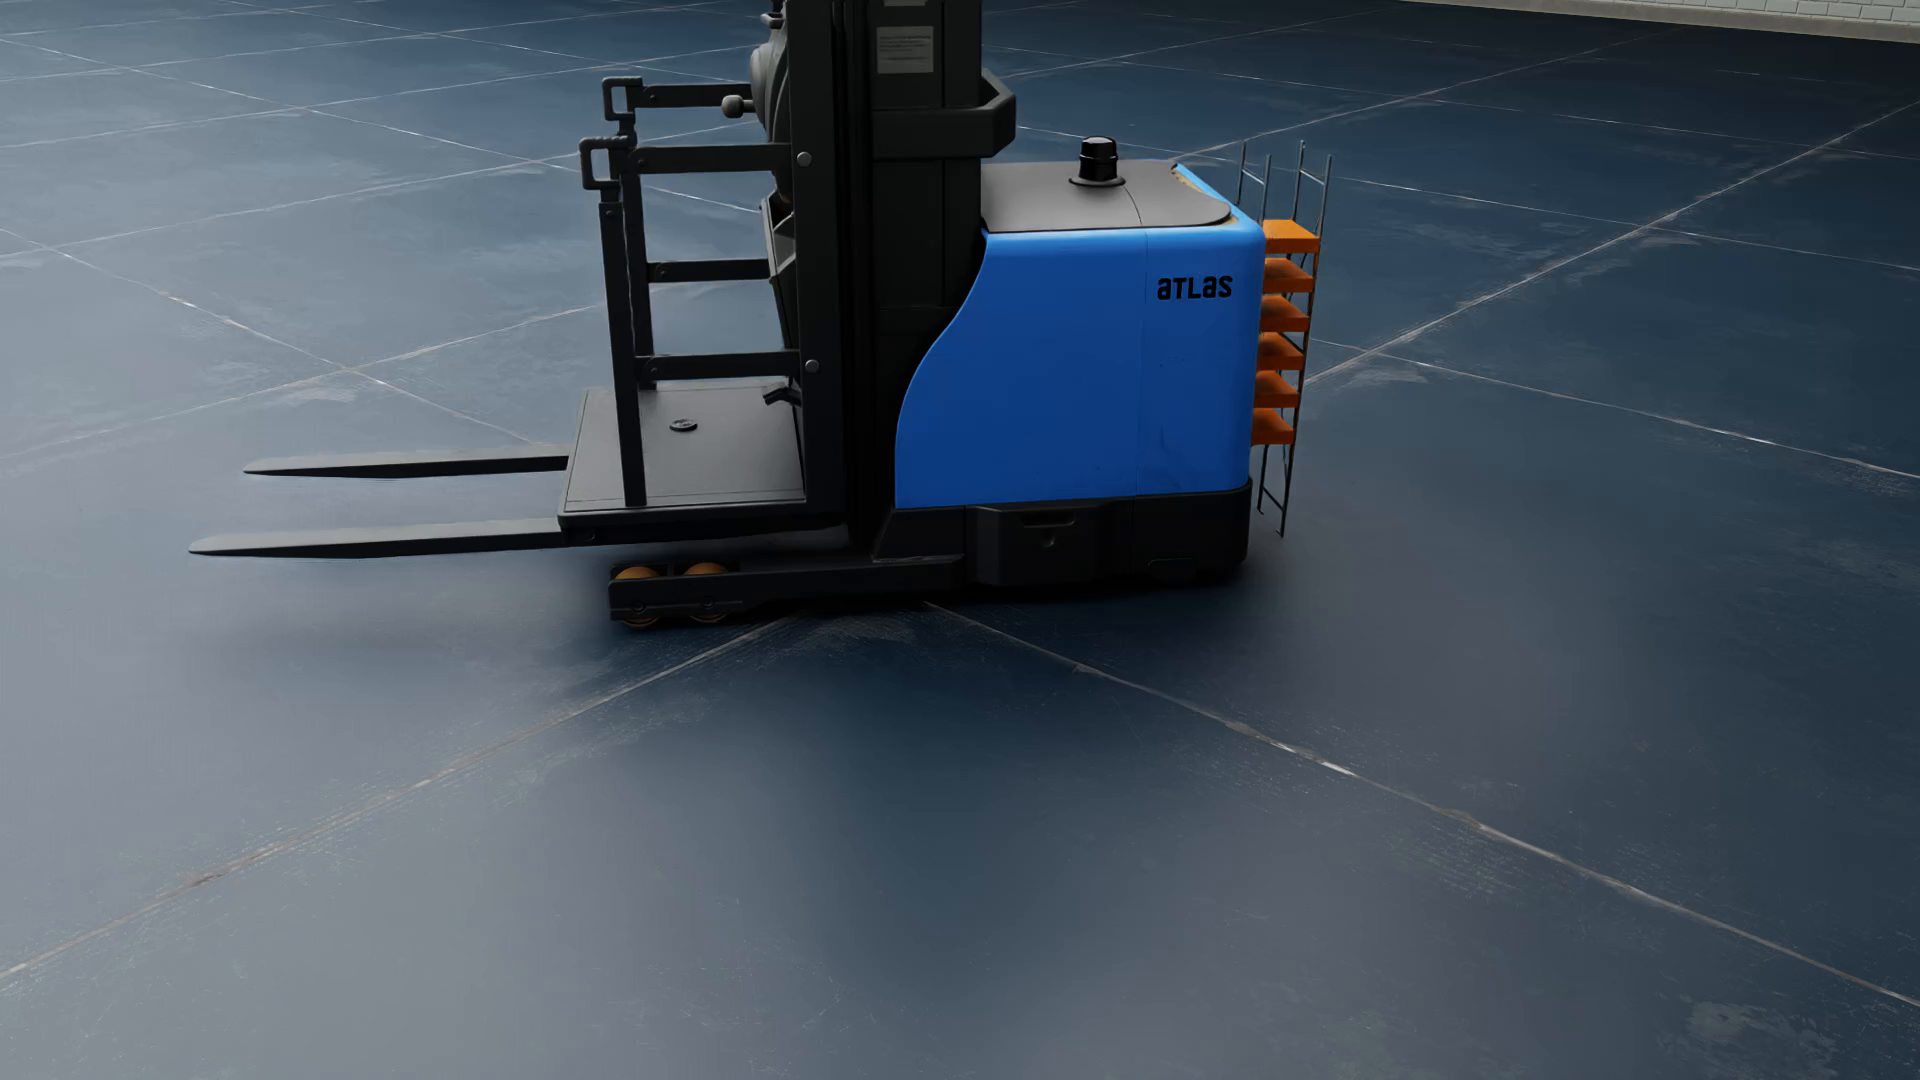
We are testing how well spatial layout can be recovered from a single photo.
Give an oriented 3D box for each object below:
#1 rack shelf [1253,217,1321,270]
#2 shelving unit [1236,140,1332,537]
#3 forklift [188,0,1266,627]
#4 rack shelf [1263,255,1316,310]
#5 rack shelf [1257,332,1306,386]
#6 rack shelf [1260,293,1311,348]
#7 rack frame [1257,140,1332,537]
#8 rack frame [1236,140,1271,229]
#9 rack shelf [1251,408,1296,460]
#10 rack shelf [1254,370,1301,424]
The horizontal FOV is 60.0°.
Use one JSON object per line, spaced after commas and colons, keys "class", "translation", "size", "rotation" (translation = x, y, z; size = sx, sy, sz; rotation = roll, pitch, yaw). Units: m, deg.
{"class": "rack shelf", "translation": [0.947, -0.891, 4.991], "size": [0.180, 0.103, 0.258], "rotation": [-2, 24, -10]}
{"class": "shelving unit", "translation": [0.934, -0.602, 5.118], "size": [0.189, 1.200, 0.258], "rotation": [-2, 24, -10]}
{"class": "forklift", "translation": [-0.699, -1.323, 4.617], "size": [3.031, 2.935, 1.130], "rotation": [-3, 24, -7]}
{"class": "rack shelf", "translation": [0.942, -0.781, 5.039], "size": [0.180, 0.103, 0.258], "rotation": [-2, 24, -10]}
{"class": "rack shelf", "translation": [0.933, -0.561, 5.136], "size": [0.180, 0.103, 0.258], "rotation": [-2, 24, -10]}
{"class": "rack shelf", "translation": [0.937, -0.671, 5.088], "size": [0.180, 0.103, 0.258], "rotation": [-2, 24, -10]}
{"class": "rack frame", "translation": [1.025, -0.605, 5.134], "size": [0.006, 1.200, 0.240], "rotation": [-2, 24, -10]}
{"class": "rack frame", "translation": [0.844, -0.599, 5.103], "size": [0.006, 1.200, 0.240], "rotation": [-2, 24, -10]}
{"class": "rack shelf", "translation": [0.923, -0.342, 5.233], "size": [0.180, 0.103, 0.258], "rotation": [-2, 24, -10]}
{"class": "rack shelf", "translation": [0.928, -0.452, 5.184], "size": [0.180, 0.103, 0.258], "rotation": [-2, 24, -10]}
